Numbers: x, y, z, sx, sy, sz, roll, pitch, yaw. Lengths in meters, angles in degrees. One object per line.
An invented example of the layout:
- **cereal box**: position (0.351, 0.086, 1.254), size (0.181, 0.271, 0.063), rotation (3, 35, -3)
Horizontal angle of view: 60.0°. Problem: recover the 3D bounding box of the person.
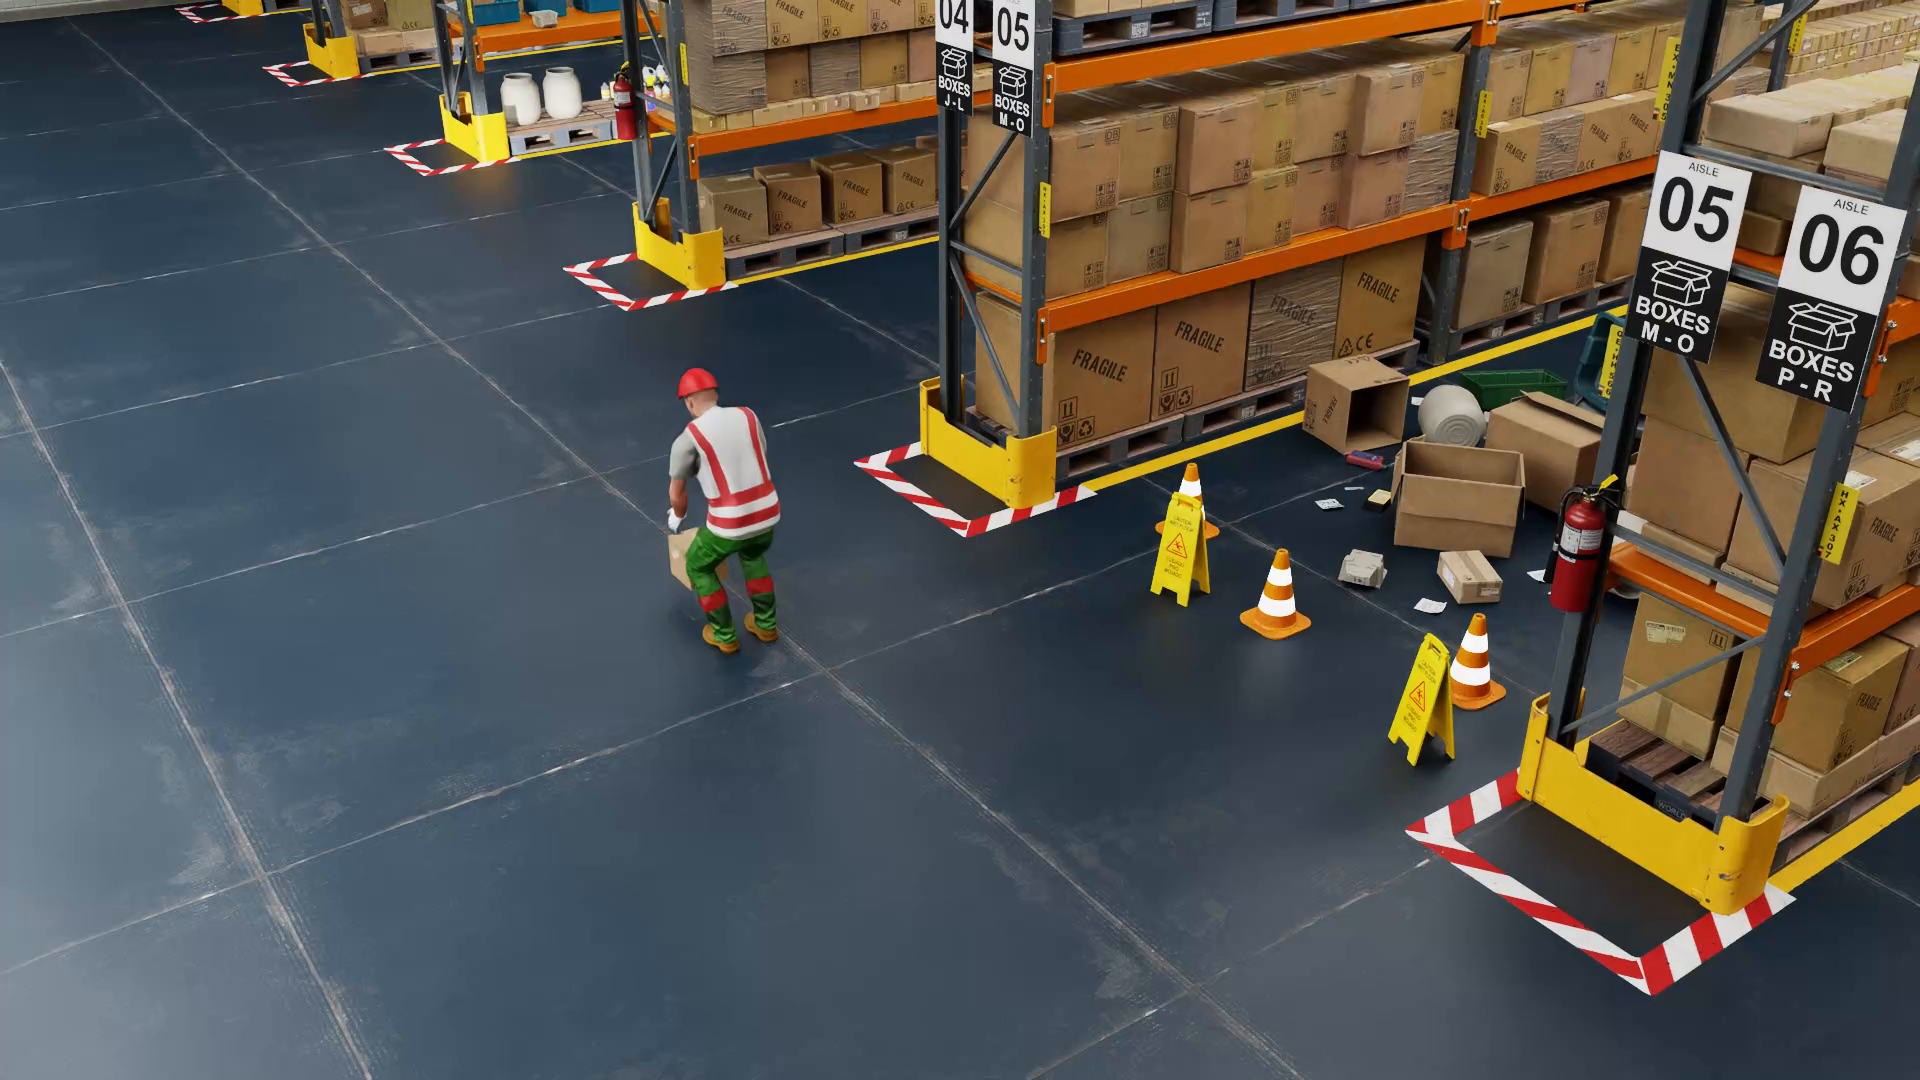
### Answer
- **person**: position (-1.292, -0.141, 9.082), size (0.575, 1.580, 0.647), rotation (-18, 33, -30)
